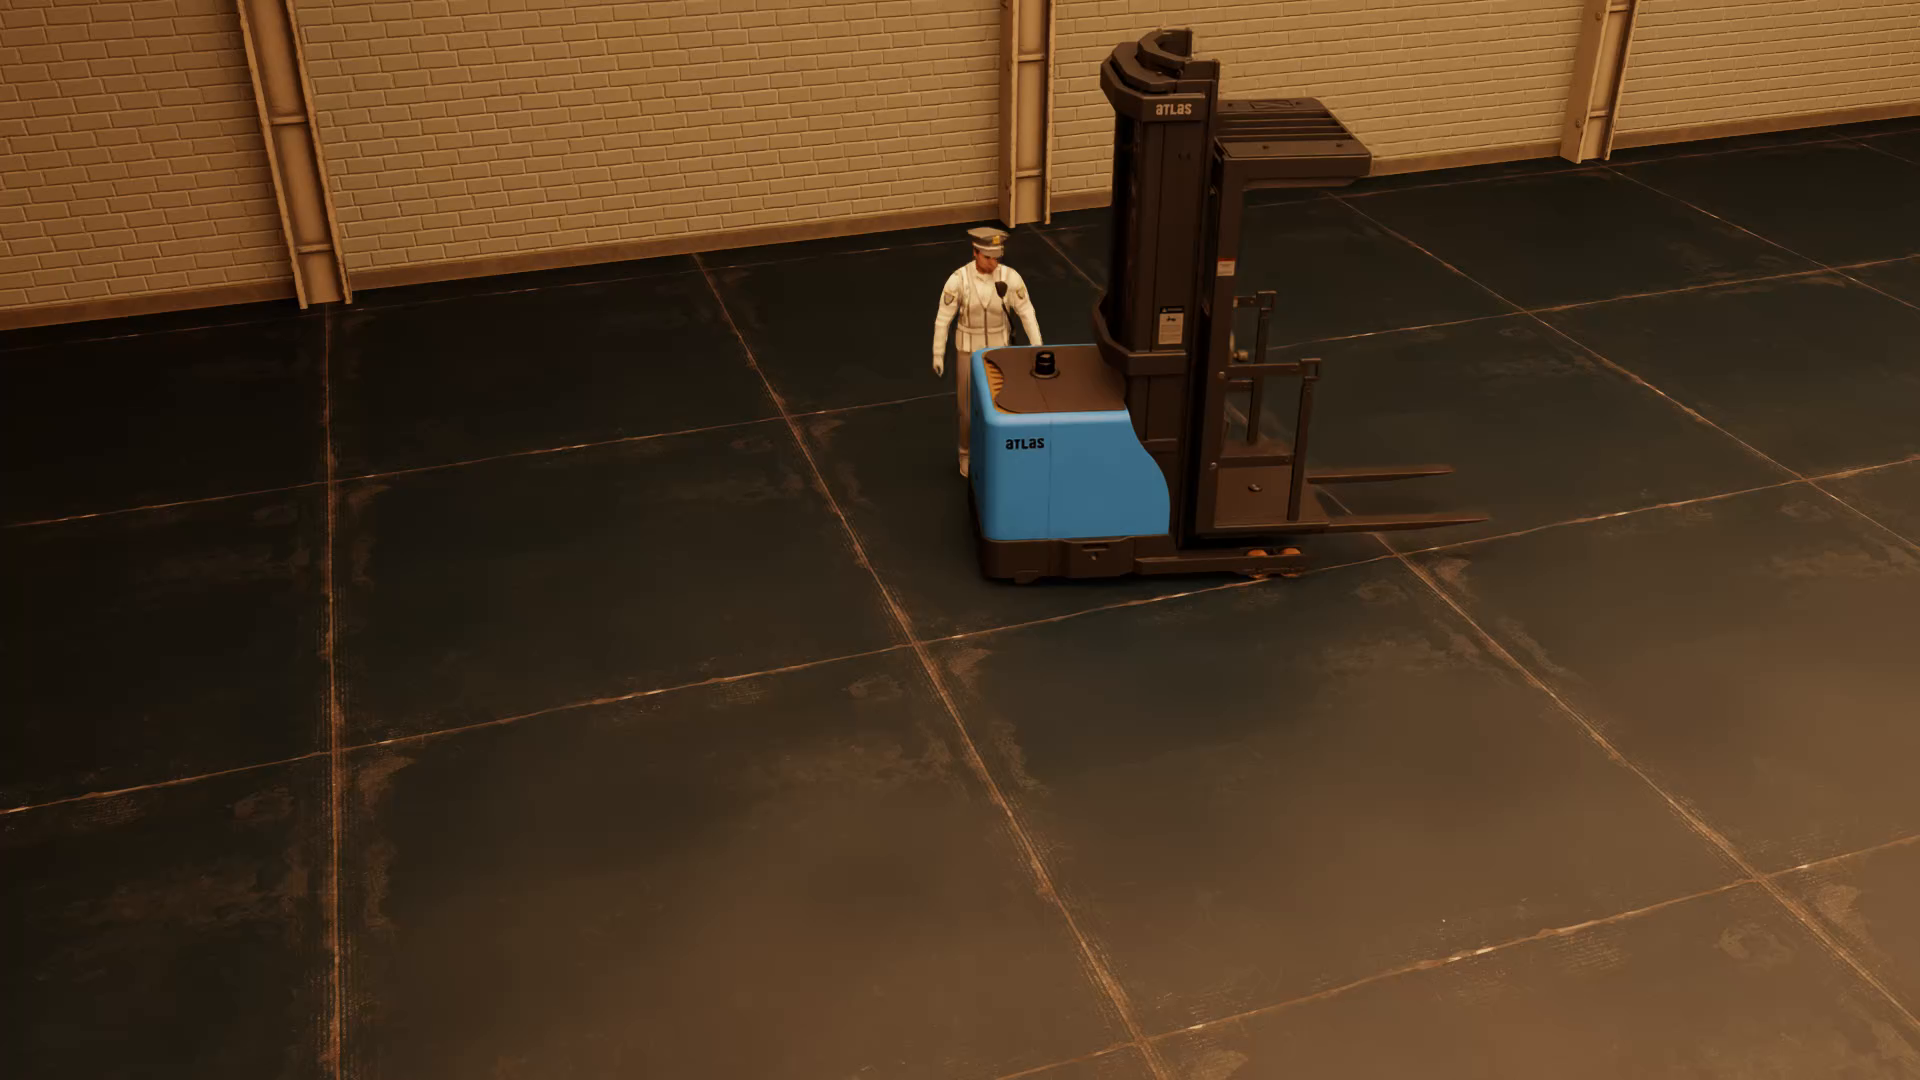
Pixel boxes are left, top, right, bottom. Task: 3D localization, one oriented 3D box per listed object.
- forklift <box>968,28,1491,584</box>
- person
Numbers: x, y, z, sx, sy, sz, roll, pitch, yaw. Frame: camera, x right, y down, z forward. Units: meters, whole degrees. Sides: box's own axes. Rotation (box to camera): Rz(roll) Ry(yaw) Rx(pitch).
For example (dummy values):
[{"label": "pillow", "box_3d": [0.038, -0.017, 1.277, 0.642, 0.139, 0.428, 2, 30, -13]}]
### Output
[{"label": "forklift", "box_3d": [1.594, -1.307, 9.359, 3.031, 2.935, 1.130, -2, 30, -4]}, {"label": "person", "box_3d": [0.187, -1.176, 10.426, 0.715, 1.645, 0.341, -3, 30, -6]}]
